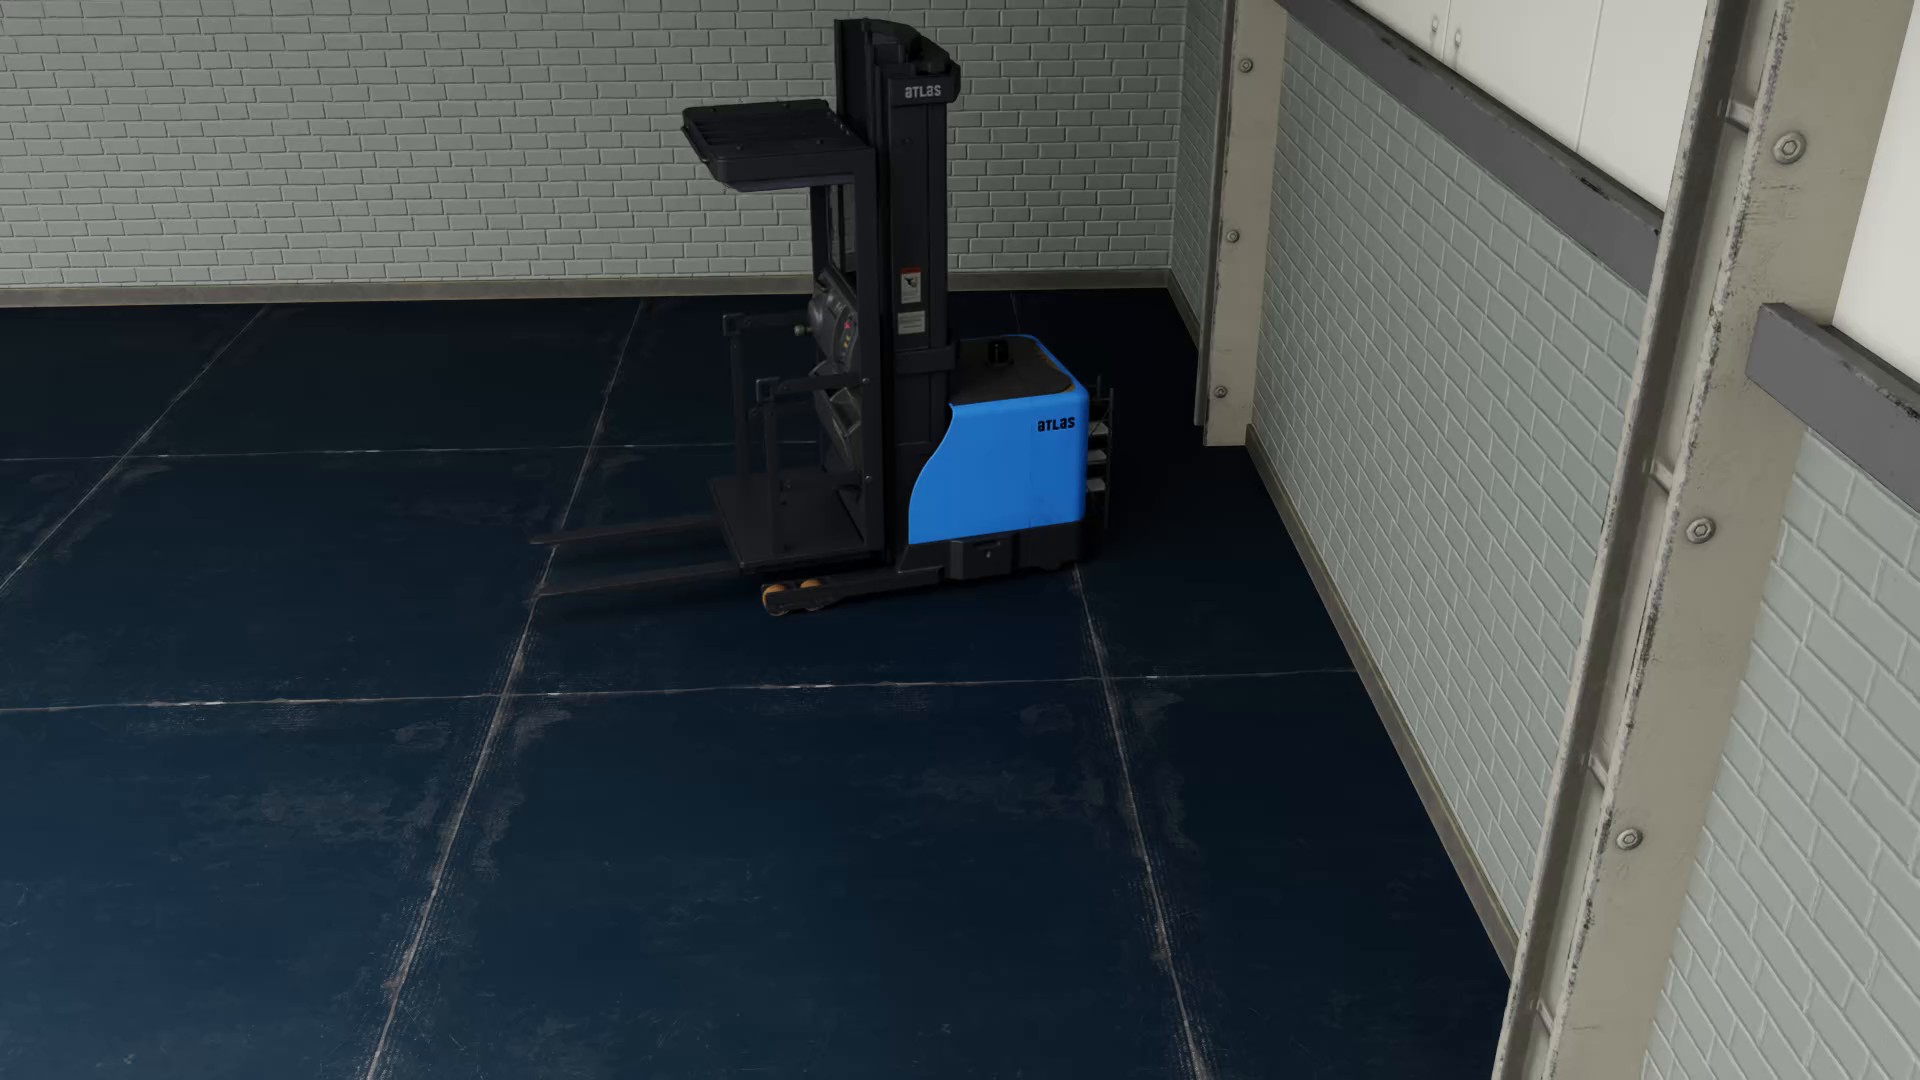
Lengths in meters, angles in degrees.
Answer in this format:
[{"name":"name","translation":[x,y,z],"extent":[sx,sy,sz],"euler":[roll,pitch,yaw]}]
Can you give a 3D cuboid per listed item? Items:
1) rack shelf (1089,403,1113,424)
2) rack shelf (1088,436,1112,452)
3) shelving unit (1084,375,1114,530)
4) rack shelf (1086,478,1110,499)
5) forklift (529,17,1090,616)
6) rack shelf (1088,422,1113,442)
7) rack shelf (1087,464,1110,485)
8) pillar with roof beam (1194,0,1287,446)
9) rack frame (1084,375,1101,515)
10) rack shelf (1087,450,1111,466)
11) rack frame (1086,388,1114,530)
[{"name":"rack shelf","translation":[0.730,-0.706,9.617],"extent":[0.258,0.077,0.200],"euler":[-8,29,-15]},{"name":"rack shelf","translation":[0.729,-0.546,9.700],"extent":[0.258,0.077,0.200],"euler":[-8,29,-15]},{"name":"shelving unit","translation":[0.729,-0.496,9.726],"extent":[0.258,0.900,0.210],"euler":[-8,29,-15]},{"name":"rack shelf","translation":[0.728,-0.306,9.825],"extent":[0.258,0.077,0.200],"euler":[-8,29,-15]},{"name":"forklift","translation":[-0.857,-1.164,8.812],"extent":[3.031,2.935,1.130],"euler":[-8,29,-15]},{"name":"rack shelf","translation":[0.729,-0.626,9.659],"extent":[0.258,0.077,0.200],"euler":[-8,29,-15]},{"name":"rack shelf","translation":[0.729,-0.386,9.783],"extent":[0.258,0.077,0.200],"euler":[-8,29,-15]},{"name":"pillar with roof beam","translation":[-2.550,-4.600,8.838],"extent":[9.100,9.000,0.400],"euler":[-1,28,-3]},{"name":"rack frame","translation":[0.700,-0.541,9.813],"extent":[0.240,0.900,0.006],"euler":[-8,29,-15]},{"name":"rack shelf","translation":[0.729,-0.466,9.742],"extent":[0.258,0.077,0.200],"euler":[-8,29,-15]},{"name":"rack frame","translation":[0.758,-0.451,9.640],"extent":[0.240,0.900,0.006],"euler":[-8,29,-15]}]
